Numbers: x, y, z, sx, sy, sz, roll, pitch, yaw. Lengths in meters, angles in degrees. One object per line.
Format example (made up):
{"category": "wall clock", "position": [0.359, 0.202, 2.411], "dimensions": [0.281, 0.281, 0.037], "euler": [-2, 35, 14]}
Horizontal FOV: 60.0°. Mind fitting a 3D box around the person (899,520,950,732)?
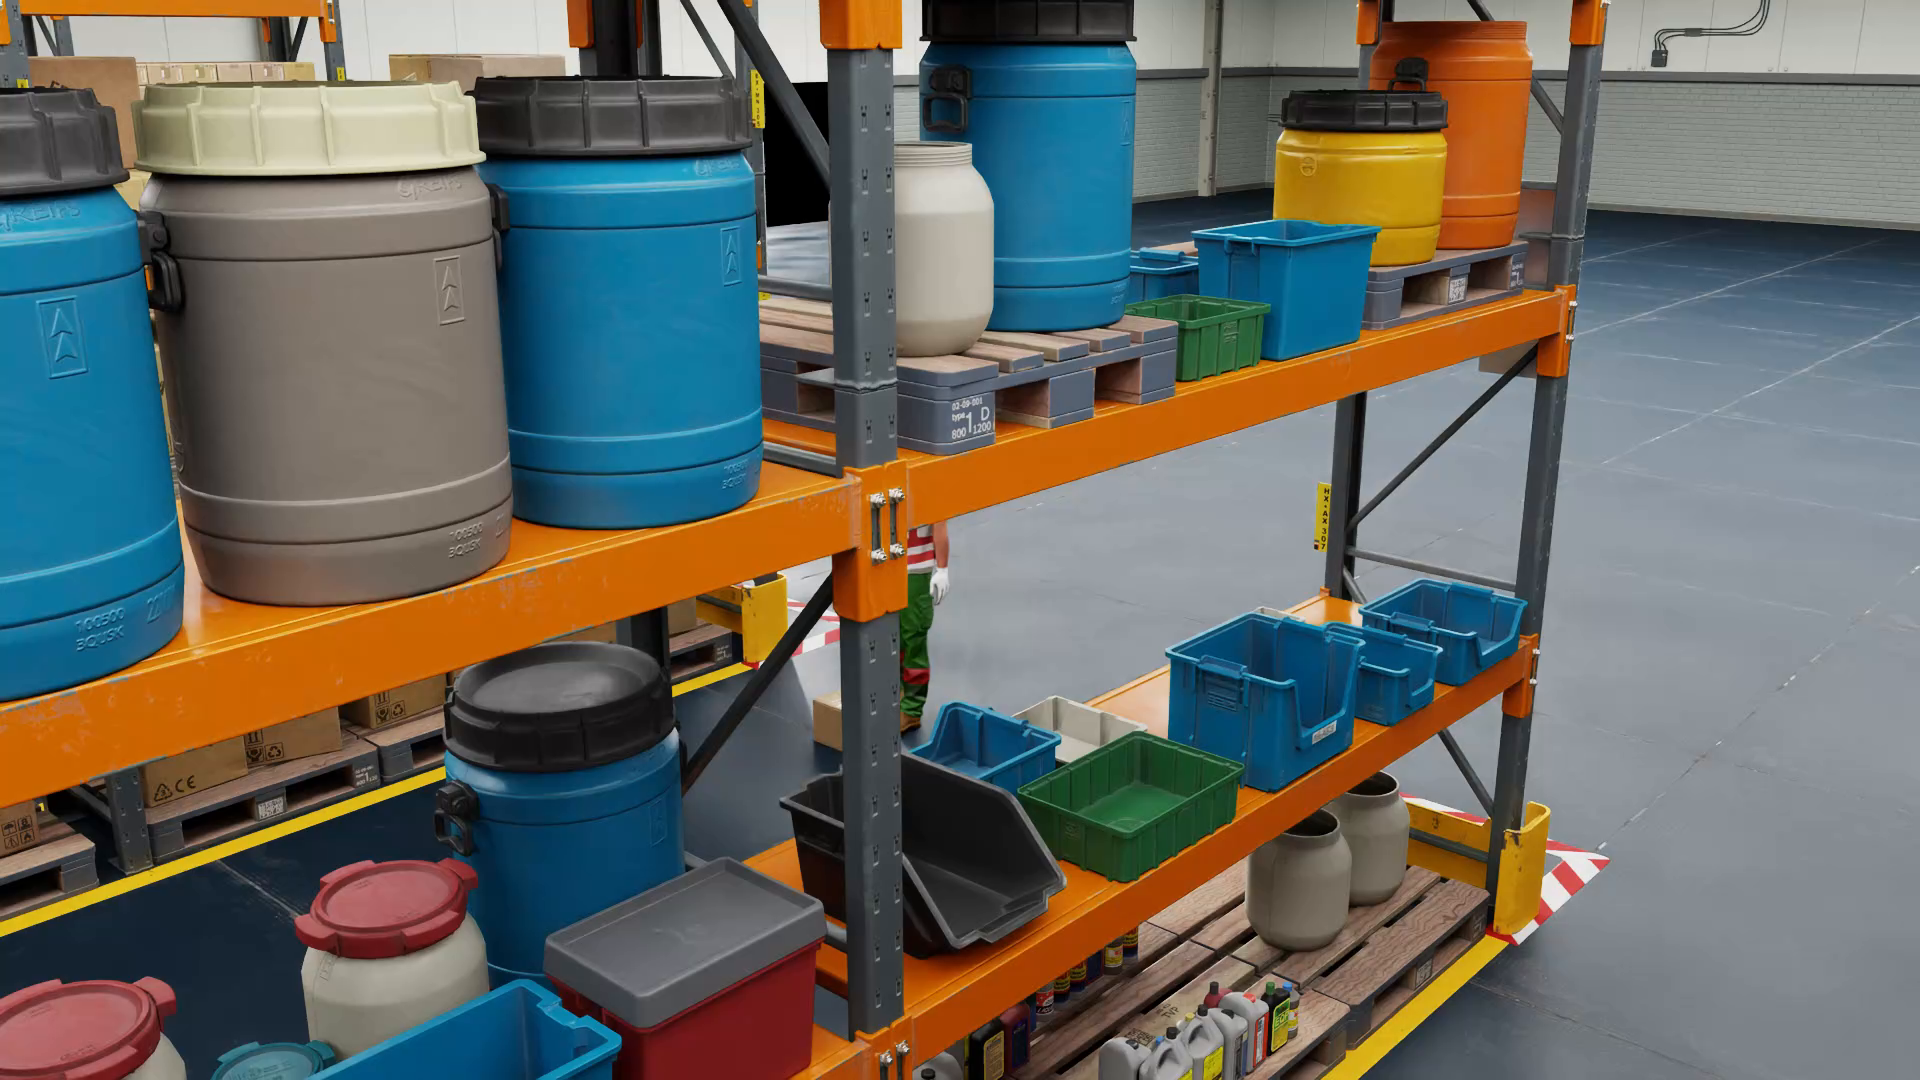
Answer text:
{"category": "person", "position": [-0.348, 0.183, 9.392], "dimensions": [0.575, 1.796, 0.580], "euler": [11, 20, 32]}
